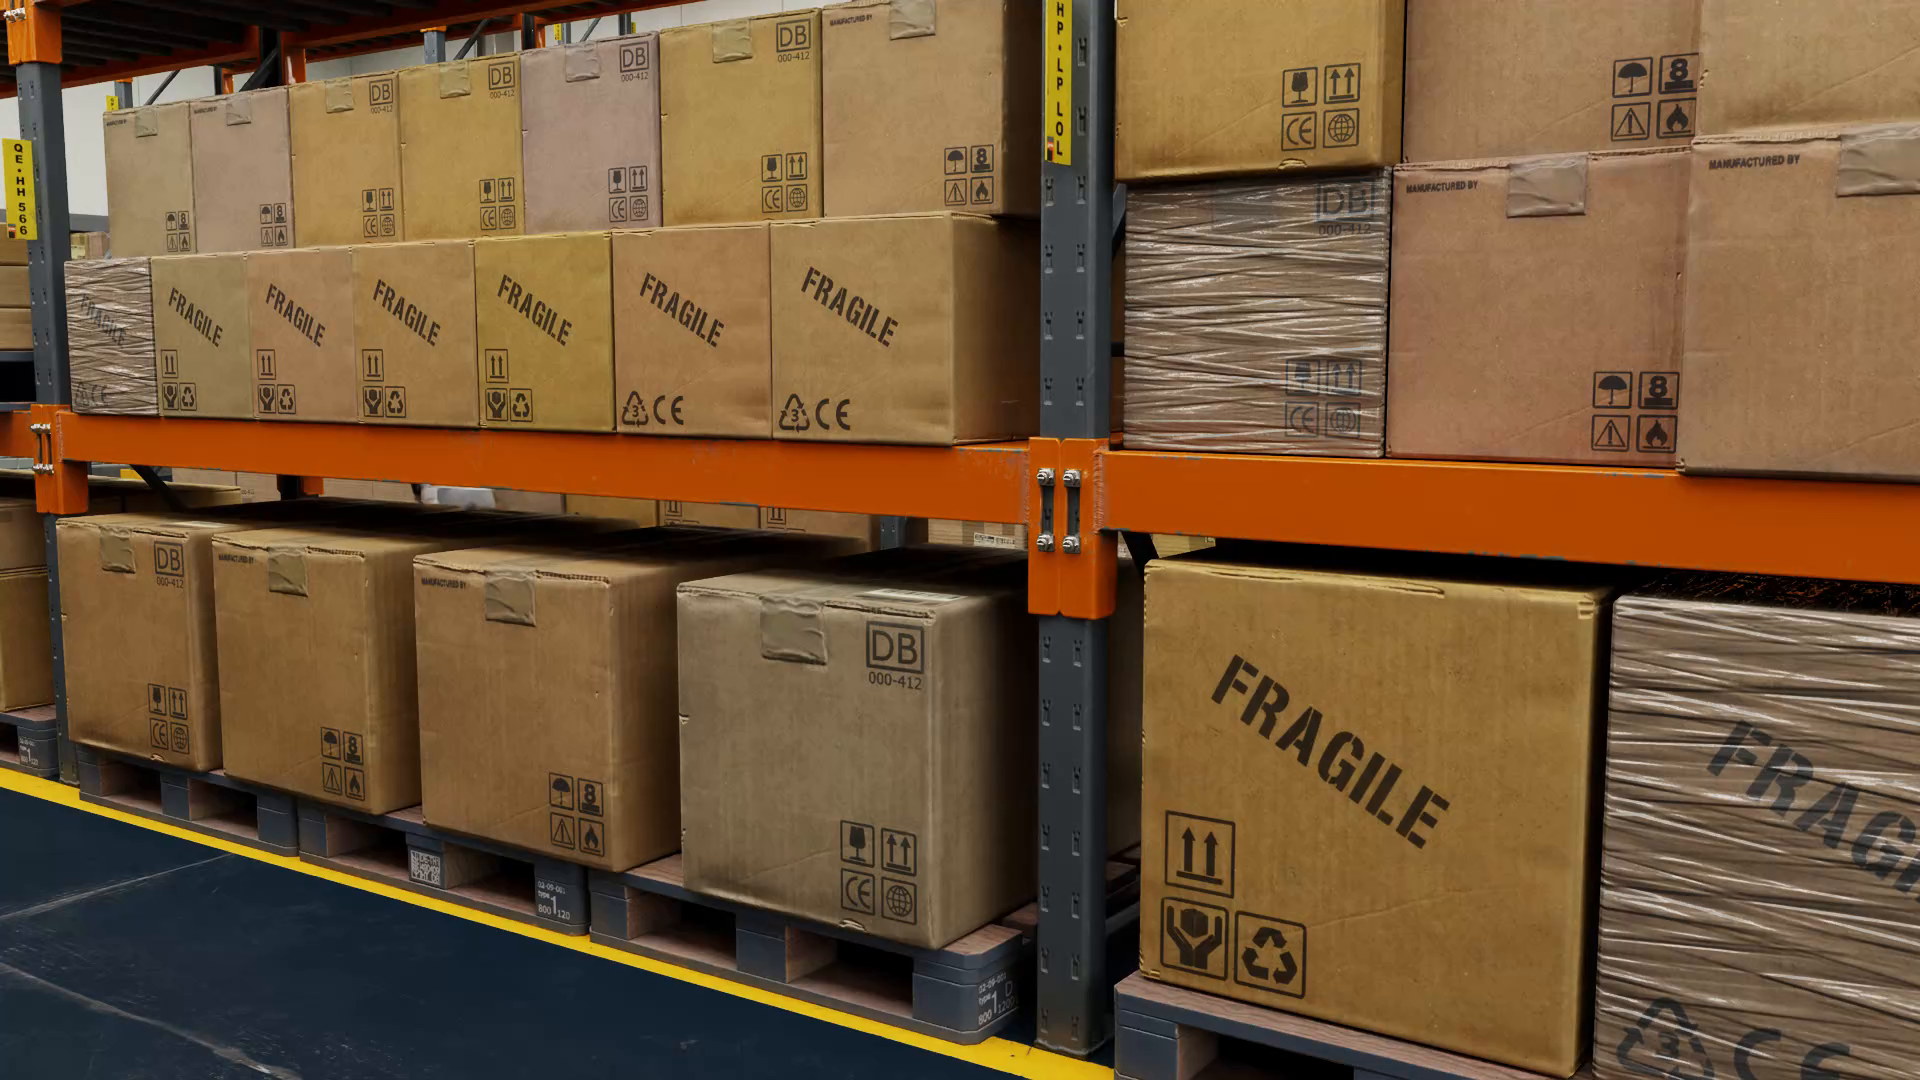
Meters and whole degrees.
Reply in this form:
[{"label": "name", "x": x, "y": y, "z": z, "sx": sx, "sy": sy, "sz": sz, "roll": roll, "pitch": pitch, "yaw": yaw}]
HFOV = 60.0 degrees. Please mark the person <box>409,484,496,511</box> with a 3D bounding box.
[{"label": "person", "x": -2.235, "y": -0.192, "z": 7.477, "sx": 0.819, "sy": 1.652, "sz": 0.478, "roll": 5, "pitch": 8, "yaw": 38}]
